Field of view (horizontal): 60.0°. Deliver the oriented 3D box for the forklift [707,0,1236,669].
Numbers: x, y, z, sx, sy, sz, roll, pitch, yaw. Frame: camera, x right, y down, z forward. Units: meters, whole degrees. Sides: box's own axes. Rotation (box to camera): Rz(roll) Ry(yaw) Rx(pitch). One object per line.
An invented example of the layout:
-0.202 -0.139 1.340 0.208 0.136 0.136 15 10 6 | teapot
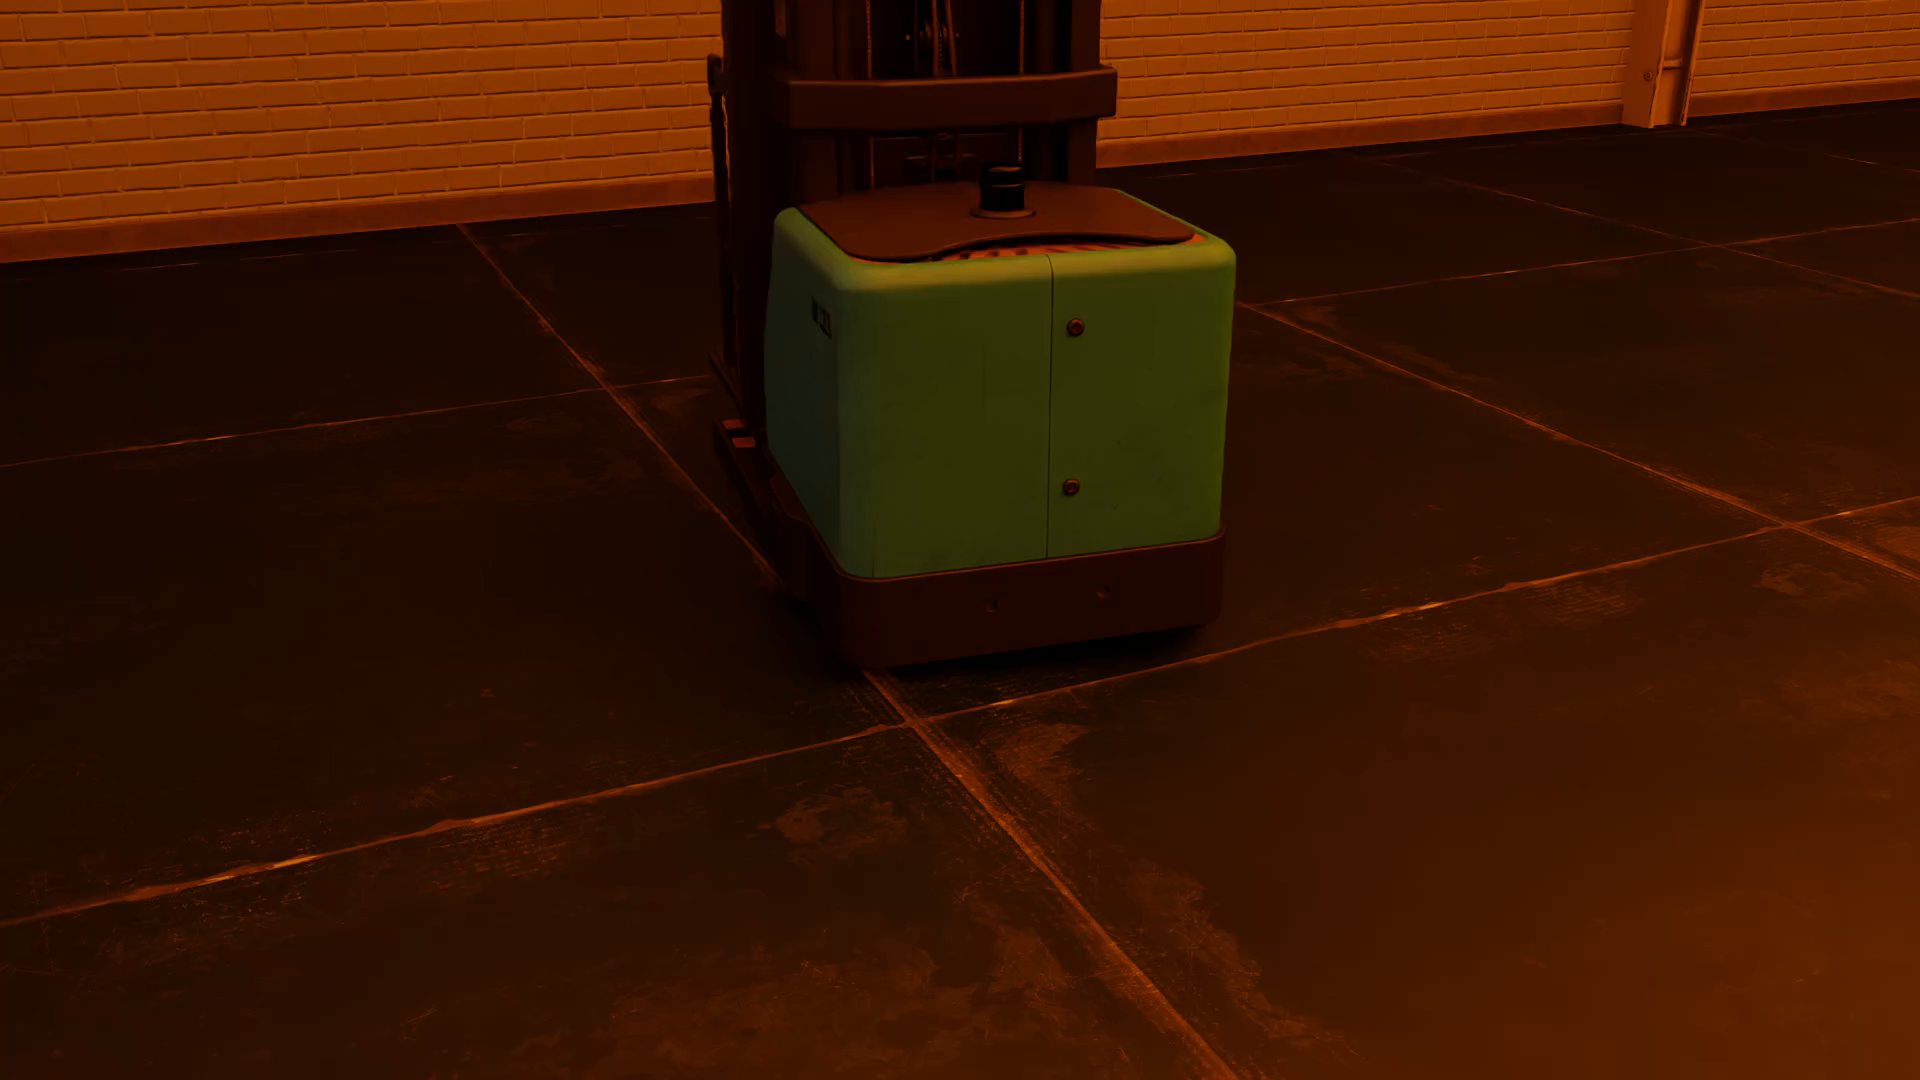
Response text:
-0.220 -1.570 5.065 1.130 2.935 3.031 -7 23 -16 | forklift
